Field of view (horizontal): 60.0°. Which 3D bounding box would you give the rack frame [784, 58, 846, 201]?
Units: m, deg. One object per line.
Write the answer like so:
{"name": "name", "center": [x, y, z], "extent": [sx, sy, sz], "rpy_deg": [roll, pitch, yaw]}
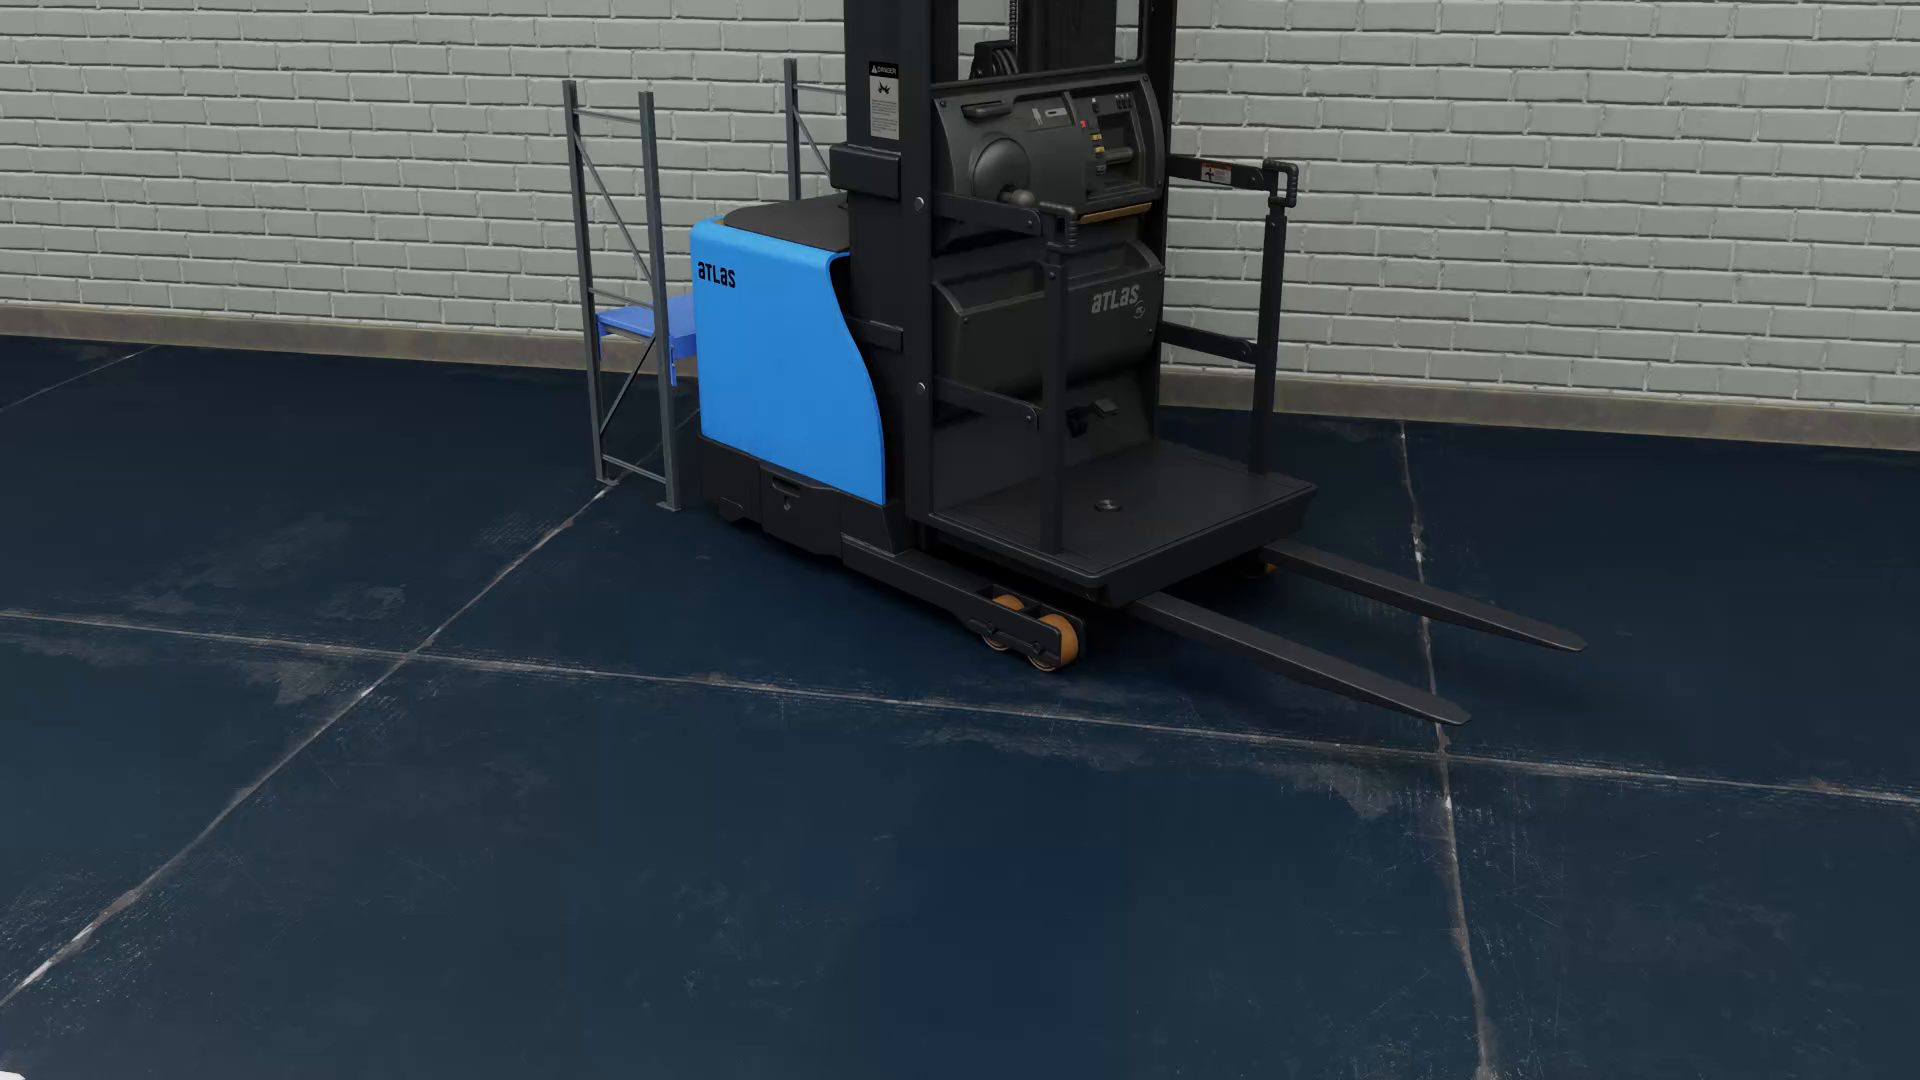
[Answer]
{"name": "rack frame", "center": [-0.505, -1.136, 6.667], "extent": [0.500, 1.500, 0.032], "rpy_deg": [20, 29, 40]}

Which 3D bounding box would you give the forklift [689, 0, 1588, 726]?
{"name": "forklift", "center": [0.434, -1.190, 4.884], "extent": [1.130, 2.935, 3.031], "rpy_deg": [-20, 29, -40]}

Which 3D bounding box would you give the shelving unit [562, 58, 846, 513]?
{"name": "shelving unit", "center": [-0.860, -1.000, 6.330], "extent": [0.538, 1.500, 1.048], "rpy_deg": [20, 29, 40]}

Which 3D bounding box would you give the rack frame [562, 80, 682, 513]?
{"name": "rack frame", "center": [-1.215, -0.864, 5.992], "extent": [0.500, 1.500, 0.032], "rpy_deg": [20, 29, 40]}

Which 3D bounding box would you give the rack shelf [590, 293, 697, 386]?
{"name": "rack shelf", "center": [-0.860, -0.834, 6.397], "extent": [0.538, 0.185, 1.000], "rpy_deg": [20, 29, 40]}
